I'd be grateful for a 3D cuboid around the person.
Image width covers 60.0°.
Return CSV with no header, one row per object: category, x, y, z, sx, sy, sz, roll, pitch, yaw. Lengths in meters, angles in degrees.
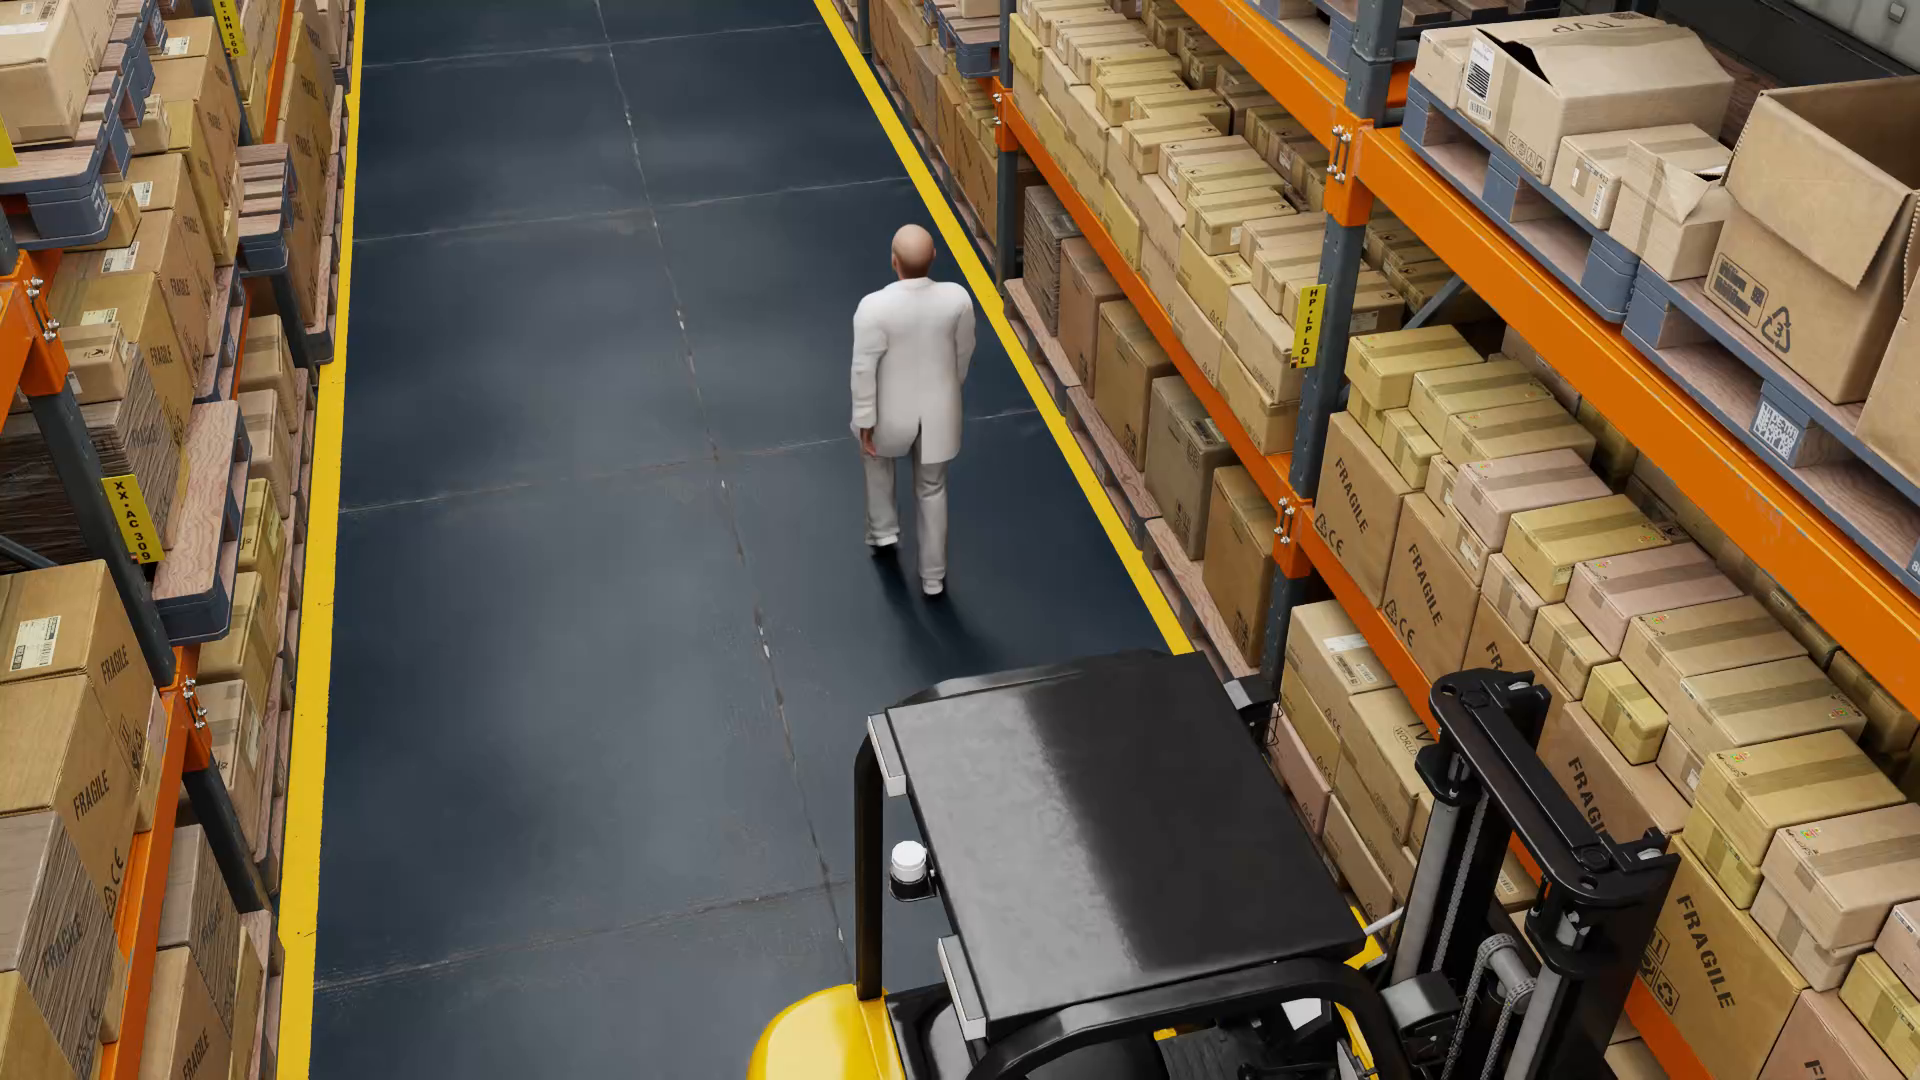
person,-0.215,-0.584,7.505,0.590,1.846,0.660,-8,38,-11
